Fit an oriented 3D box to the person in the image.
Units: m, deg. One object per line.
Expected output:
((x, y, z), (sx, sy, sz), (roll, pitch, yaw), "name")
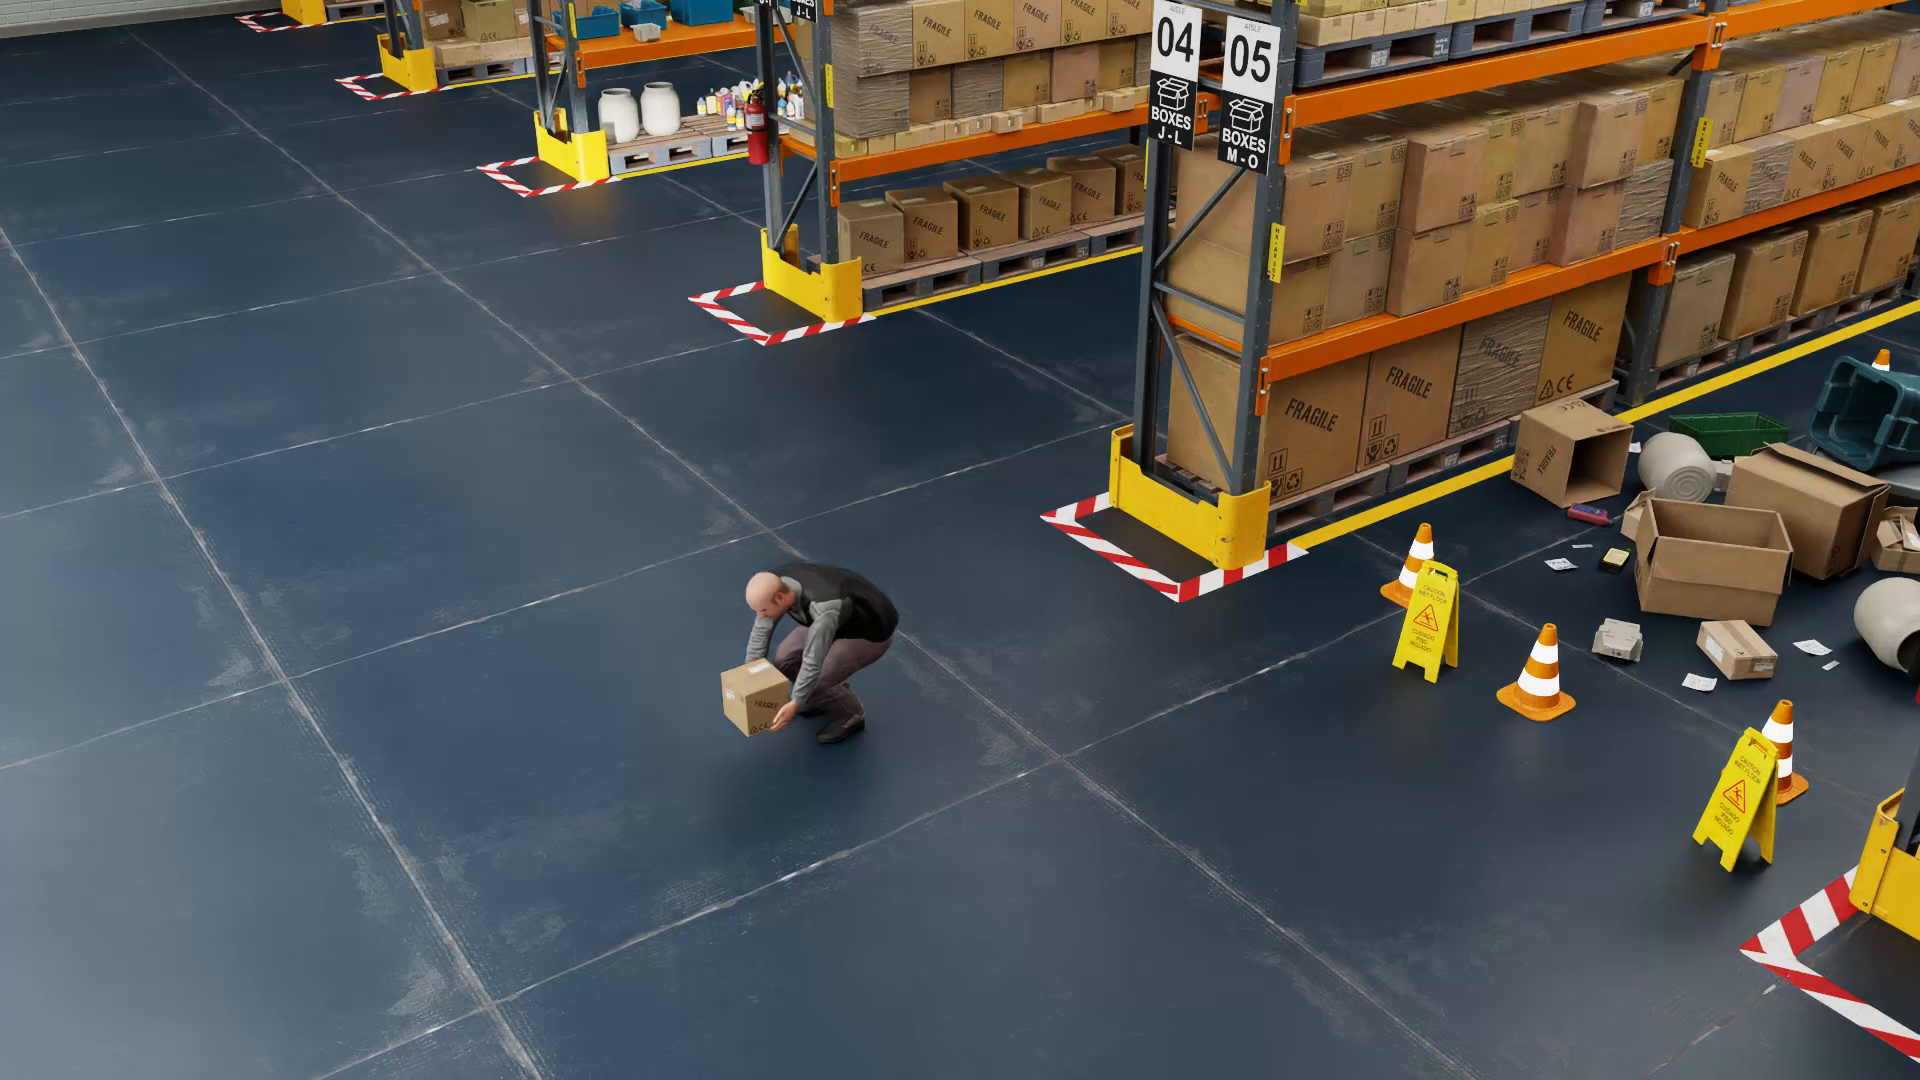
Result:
((-0.705, 0.525, 8.397), (0.846, 1.043, 0.553), (-19, 34, -31), "person")
